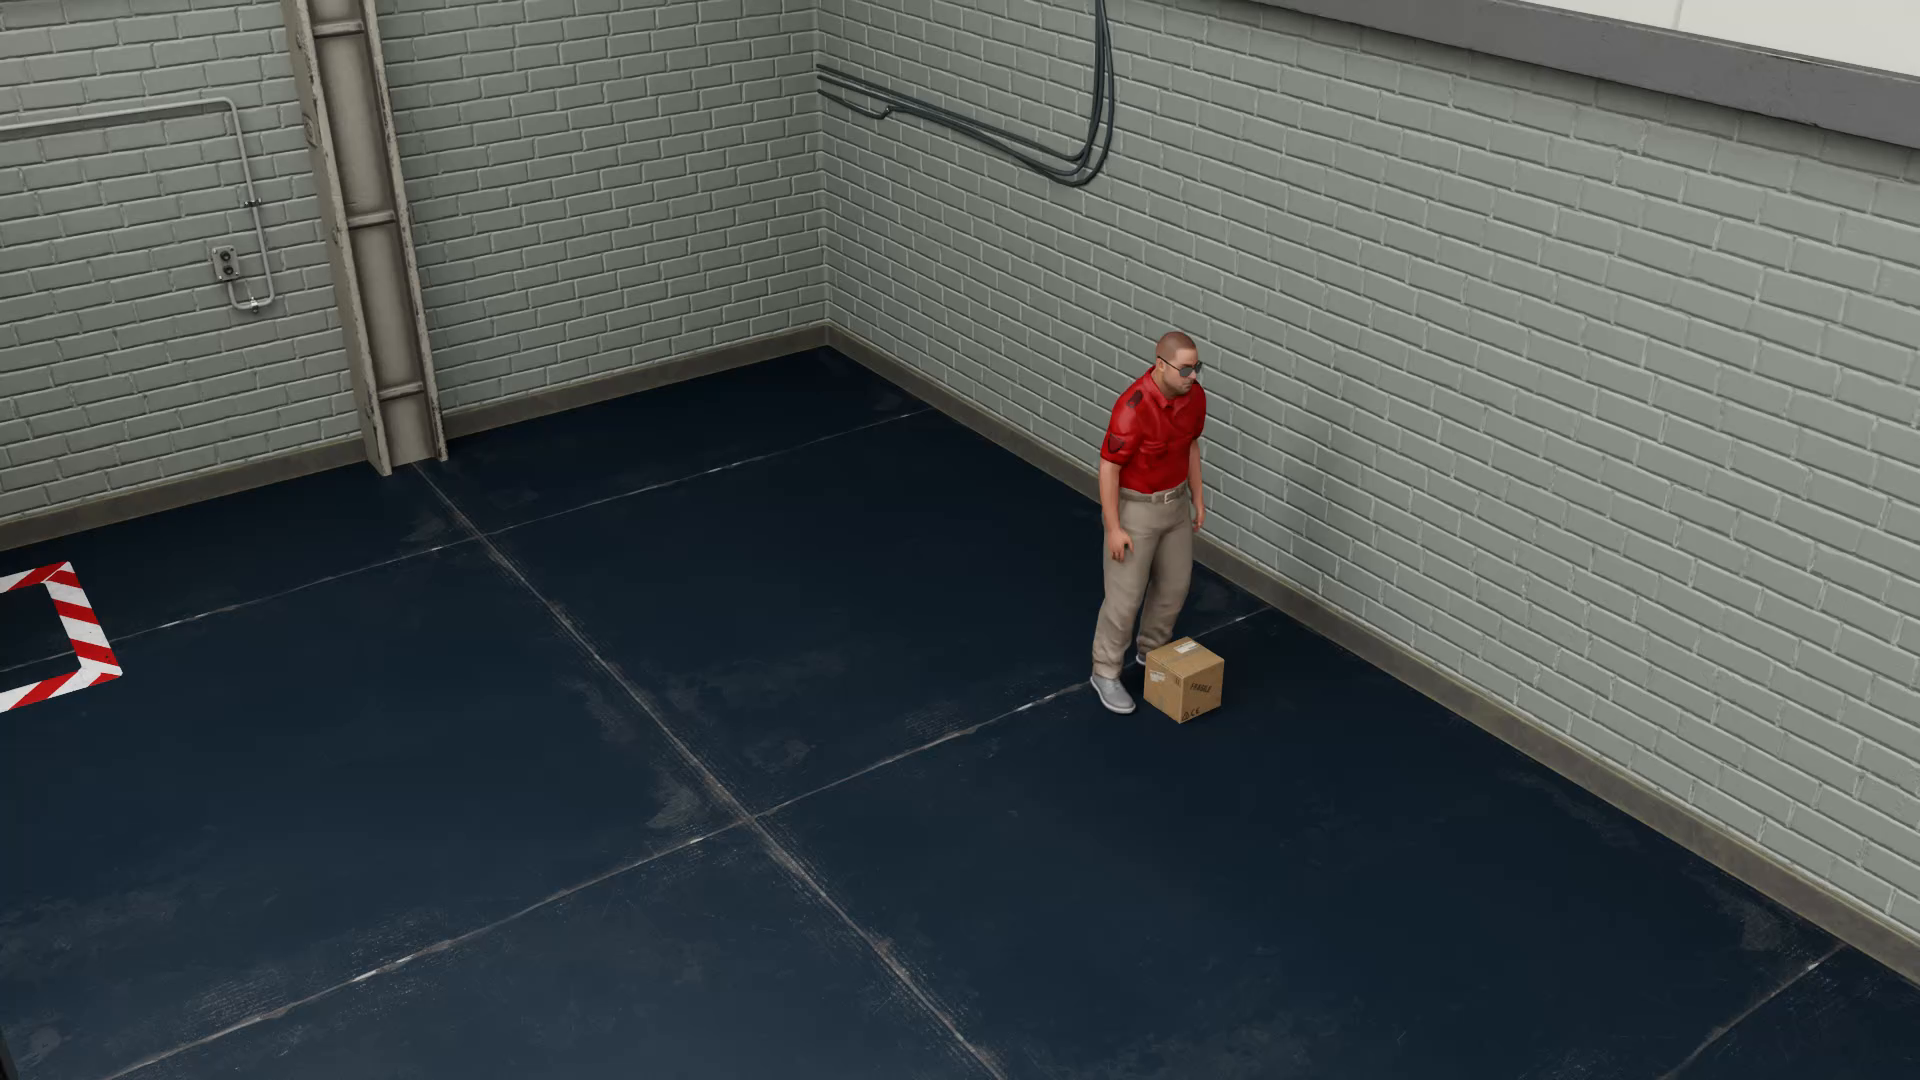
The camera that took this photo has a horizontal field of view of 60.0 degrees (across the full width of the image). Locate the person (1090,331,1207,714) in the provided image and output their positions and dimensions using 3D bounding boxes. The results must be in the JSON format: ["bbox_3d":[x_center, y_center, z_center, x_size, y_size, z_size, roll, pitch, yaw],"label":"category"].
[{"bbox_3d":[0.848,-0.112,7.344,0.608,1.728,0.389,-21,35,-33],"label":"person"}]
